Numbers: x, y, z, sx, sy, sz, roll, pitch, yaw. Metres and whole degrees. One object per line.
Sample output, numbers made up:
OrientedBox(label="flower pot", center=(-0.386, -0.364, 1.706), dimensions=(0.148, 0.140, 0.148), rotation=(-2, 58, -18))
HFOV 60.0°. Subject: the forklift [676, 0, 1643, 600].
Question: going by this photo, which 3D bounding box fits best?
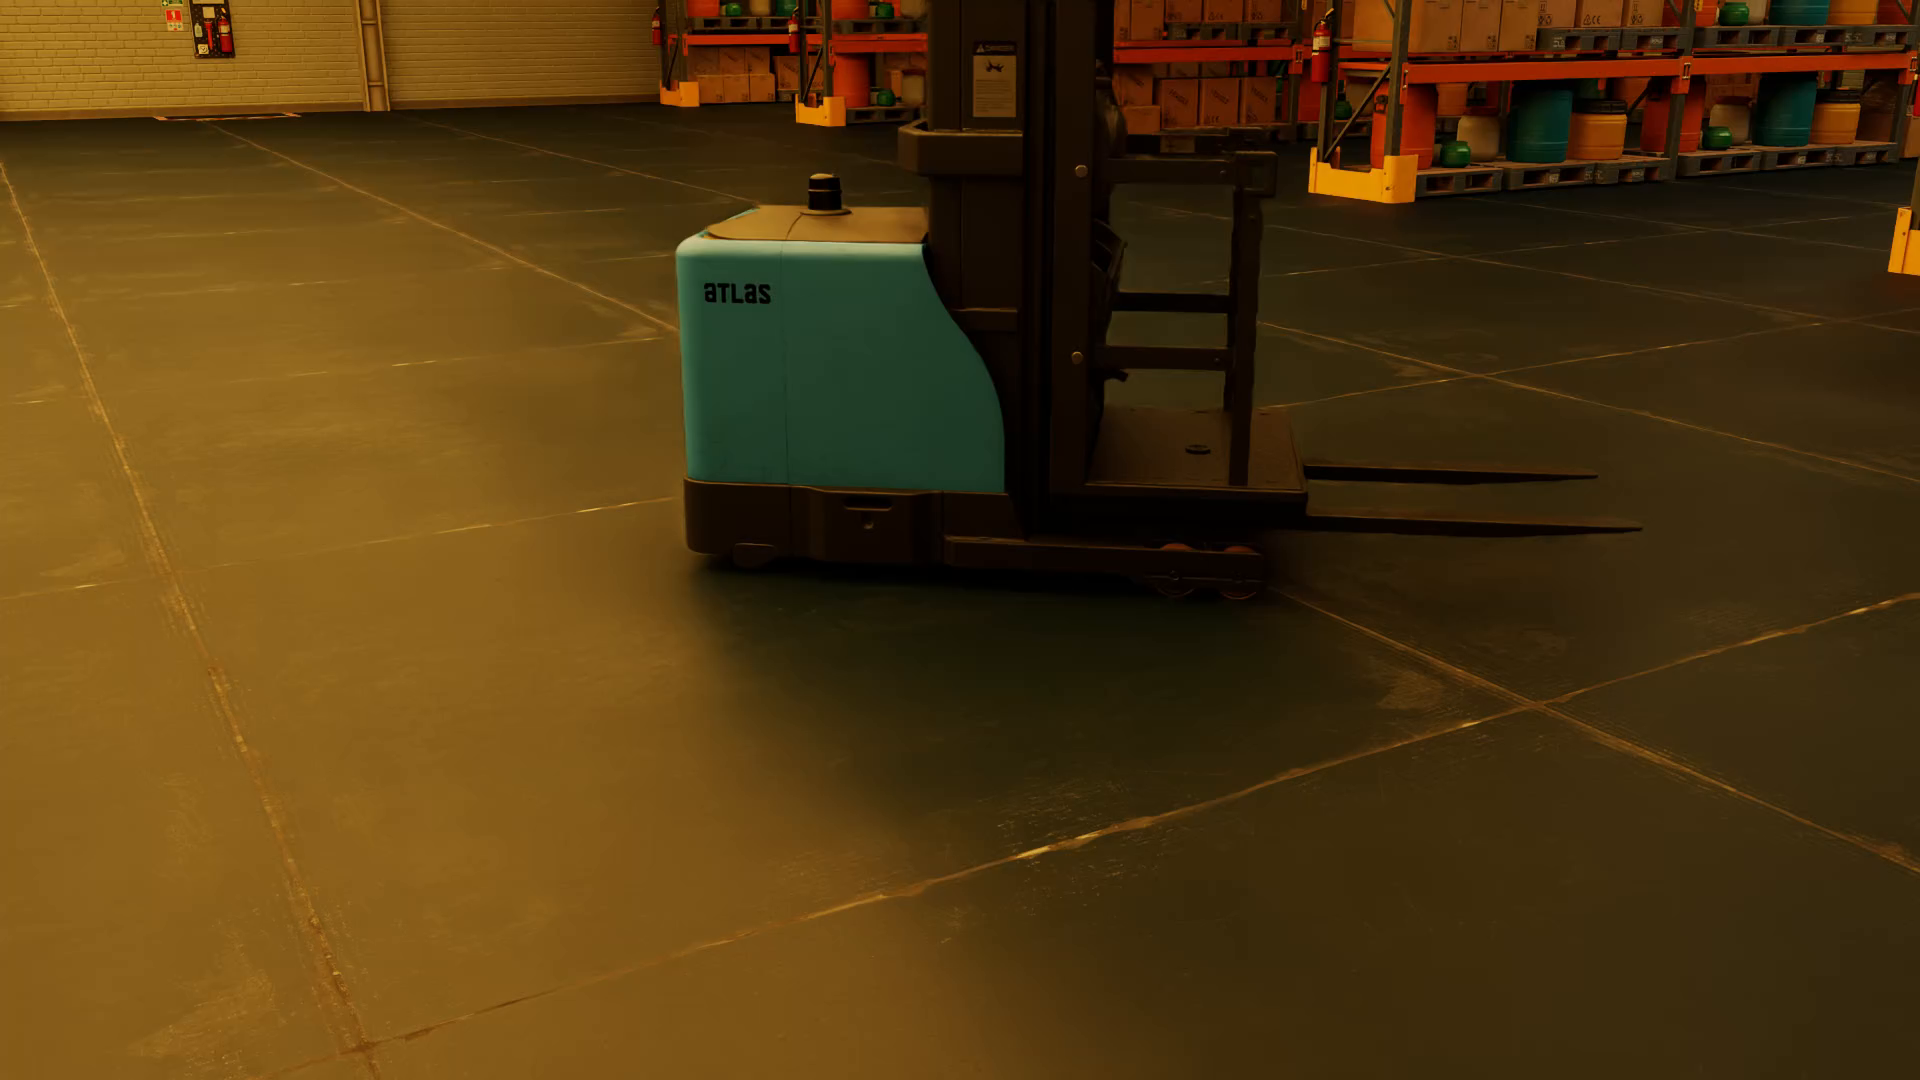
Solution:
OrientedBox(label="forklift", center=(0.657, -1.382, 5.270), dimensions=(3.031, 2.935, 1.130), rotation=(2, 18, 7))
